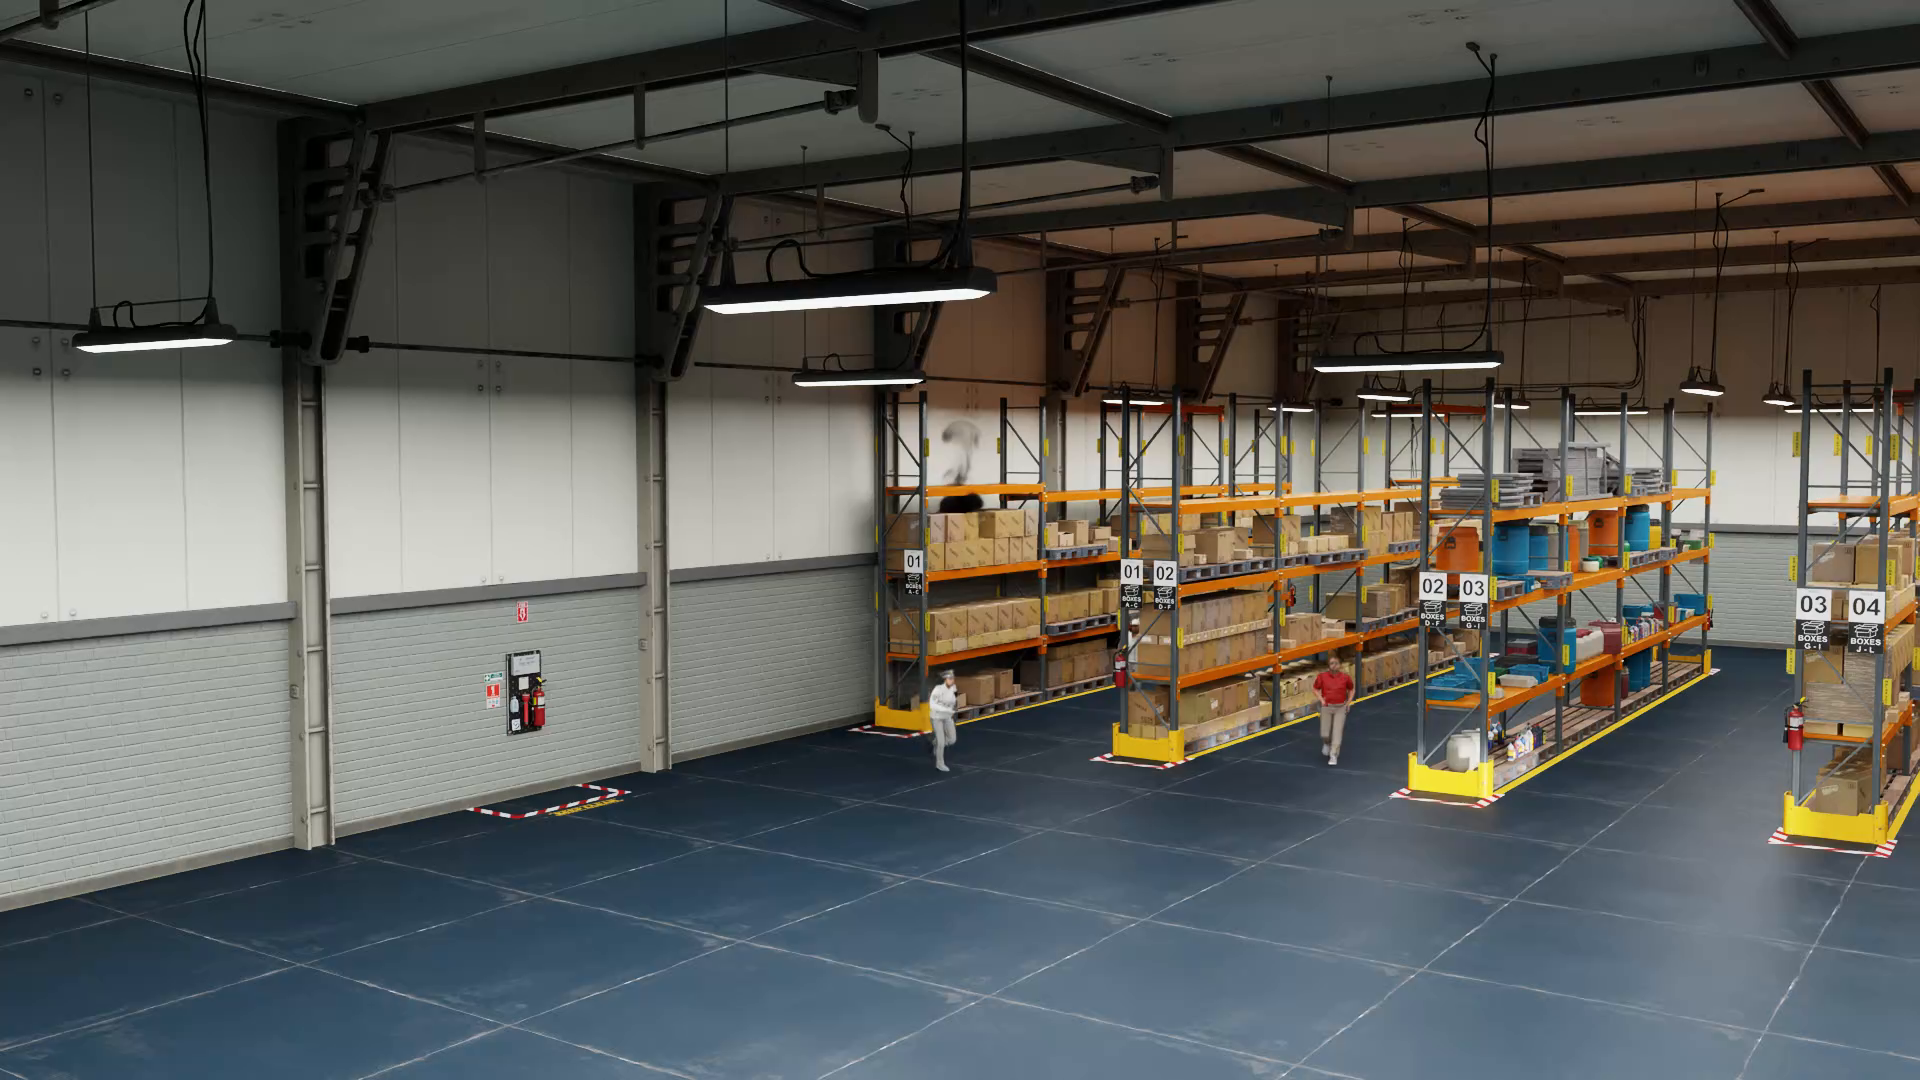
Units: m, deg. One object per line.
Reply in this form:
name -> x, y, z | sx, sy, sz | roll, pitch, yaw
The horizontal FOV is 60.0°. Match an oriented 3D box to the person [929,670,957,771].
person -> -0.238, 2.783, 25.730 | 0.604, 1.616, 0.673 | -2, 4, -32

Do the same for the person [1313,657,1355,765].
person -> 5.932, 2.695, 26.389 | 0.658, 1.680, 0.679 | 1, 3, 13

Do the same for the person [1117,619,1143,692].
person -> 3.294, 2.356, 31.207 | 0.704, 1.767, 0.943 | 1, 3, 17
